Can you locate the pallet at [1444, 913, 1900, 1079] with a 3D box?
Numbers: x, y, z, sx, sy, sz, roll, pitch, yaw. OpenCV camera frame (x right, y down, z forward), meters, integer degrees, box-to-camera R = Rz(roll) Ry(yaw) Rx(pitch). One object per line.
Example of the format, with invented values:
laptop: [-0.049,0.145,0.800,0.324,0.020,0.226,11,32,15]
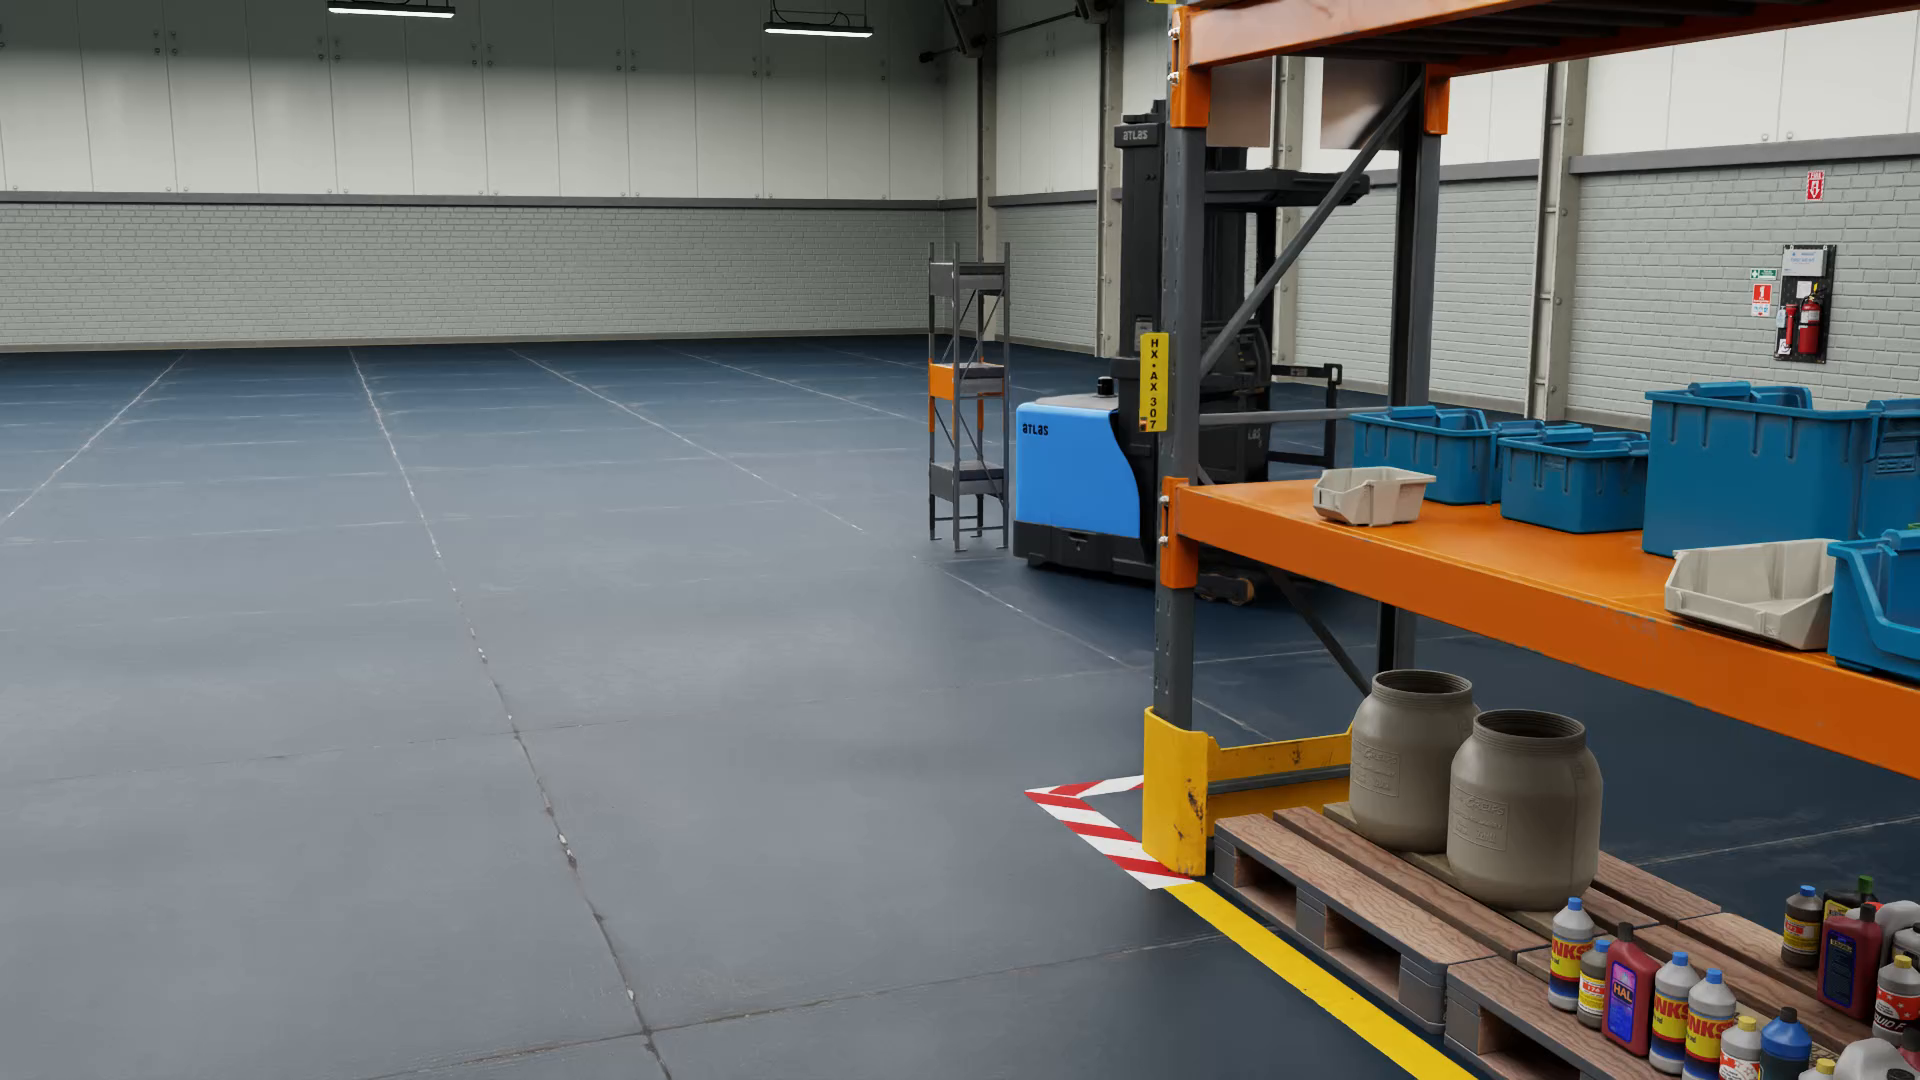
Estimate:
pallet: [1.955,1.295,4.038,1.003,0.211,1.213,-4,11,-21]

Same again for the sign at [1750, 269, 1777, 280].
sign: [8.304,-2.748,17.187,0.001,0.109,0.331,-4,11,-21]

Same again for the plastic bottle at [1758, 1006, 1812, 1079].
plastic bottle: [1.756,1.128,3.546,0.097,0.271,0.097,0,10,0]

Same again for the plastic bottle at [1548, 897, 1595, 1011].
plastic bottle: [1.522,1.023,4.138,0.097,0.271,0.097,0,10,0]

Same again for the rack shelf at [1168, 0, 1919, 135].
rack shelf: [1.881,-1.215,3.677,1.077,0.370,4.000,-4,11,-21]

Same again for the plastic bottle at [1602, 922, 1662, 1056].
plastic bottle: [1.587,1.055,3.923,0.061,0.283,0.133,-4,11,-20]

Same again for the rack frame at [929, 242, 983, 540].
rack frame: [-0.028,-1.047,11.808,0.400,2.100,0.015,-4,11,-21]

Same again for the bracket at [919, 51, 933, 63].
bracket: [-0.762,-11.043,38.030,0.235,0.232,0.430,-4,11,-21]

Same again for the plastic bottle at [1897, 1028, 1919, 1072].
plastic bottle: [1.961,1.150,3.391,0.061,0.283,0.133,-4,11,-21]

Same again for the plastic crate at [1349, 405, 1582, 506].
plastic crate: [1.616,-0.283,5.373,0.499,0.251,0.616,-4,11,-21]

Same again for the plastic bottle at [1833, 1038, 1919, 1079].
plastic bottle: [1.861,1.160,3.353,0.152,0.276,0.135,-4,11,-20]

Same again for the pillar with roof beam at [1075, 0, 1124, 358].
pillar with roof beam: [-1.260,-7.587,28.875,9.100,9.000,0.548,-4,11,-21]

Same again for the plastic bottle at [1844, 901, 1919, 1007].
plastic bottle: [2.296,1.020,4.142,0.152,0.276,0.135,-4,11,-20]

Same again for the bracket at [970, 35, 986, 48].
bracket: [0.398,-10.521,35.094,0.235,0.232,0.430,-4,11,-21]

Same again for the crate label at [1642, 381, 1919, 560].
crate label: [2.075,-0.153,4.117,0.502,0.435,0.616,-4,11,-21]

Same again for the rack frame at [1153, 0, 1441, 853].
rack frame: [1.156,-0.419,5.712,1.000,3.000,0.127,-4,11,-21]

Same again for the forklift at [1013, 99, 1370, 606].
forklift: [1.775,-1.161,10.077,3.031,2.935,1.130,9,14,42]

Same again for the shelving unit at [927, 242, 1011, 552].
shelving unit: [0.060,-1.007,11.584,0.431,2.100,0.503,-4,11,-21]

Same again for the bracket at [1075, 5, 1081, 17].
bracket: [2.271,-9.677,30.350,0.235,0.232,0.430,-4,11,-21]

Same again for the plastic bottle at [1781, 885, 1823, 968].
plastic bottle: [2.230,1.014,4.390,0.097,0.201,0.097,0,10,0]

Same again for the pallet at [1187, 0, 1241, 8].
pallet: [1.364,-1.662,4.672,1.003,0.211,1.213,-4,11,-21]

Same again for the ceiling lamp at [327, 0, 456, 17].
ceiling lamp: [-9.486,-10.302,27.471,2.000,3.185,0.800,-4,11,-21]

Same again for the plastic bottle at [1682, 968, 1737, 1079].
plastic bottle: [1.683,1.095,3.731,0.097,0.271,0.097,0,10,0]

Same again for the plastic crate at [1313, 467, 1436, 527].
plastic crate: [1.180,-0.123,4.799,0.298,0.136,0.250,-4,11,-21]

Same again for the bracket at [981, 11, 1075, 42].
bracket: [1.331,-10.100,32.730,0.076,0.066,4.783,-4,11,-21]

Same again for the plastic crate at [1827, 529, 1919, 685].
plastic crate: [1.951,0.143,2.973,0.499,0.251,0.616,-4,11,-21]

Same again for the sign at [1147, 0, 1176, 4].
sign: [0.641,-1.866,5.257,0.100,0.325,0.005,-4,11,-21]

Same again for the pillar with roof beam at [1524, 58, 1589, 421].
pillar with roof beam: [3.088,-5.628,17.863,9.100,9.000,0.400,-4,11,-21]

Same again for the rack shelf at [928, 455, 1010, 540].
rack shelf: [0.060,-0.304,11.709,0.431,0.518,0.480,-4,11,-21]

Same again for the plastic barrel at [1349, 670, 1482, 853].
plastic barrel: [1.465,0.701,5.317,0.421,0.512,0.421,0,10,0]

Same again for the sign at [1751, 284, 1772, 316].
sign: [8.311,-2.488,17.241,0.001,0.329,0.234,-4,11,-21]

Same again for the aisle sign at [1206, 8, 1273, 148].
aisle sign: [0.857,-1.692,5.446,0.394,0.787,0.004,-4,11,-21]
